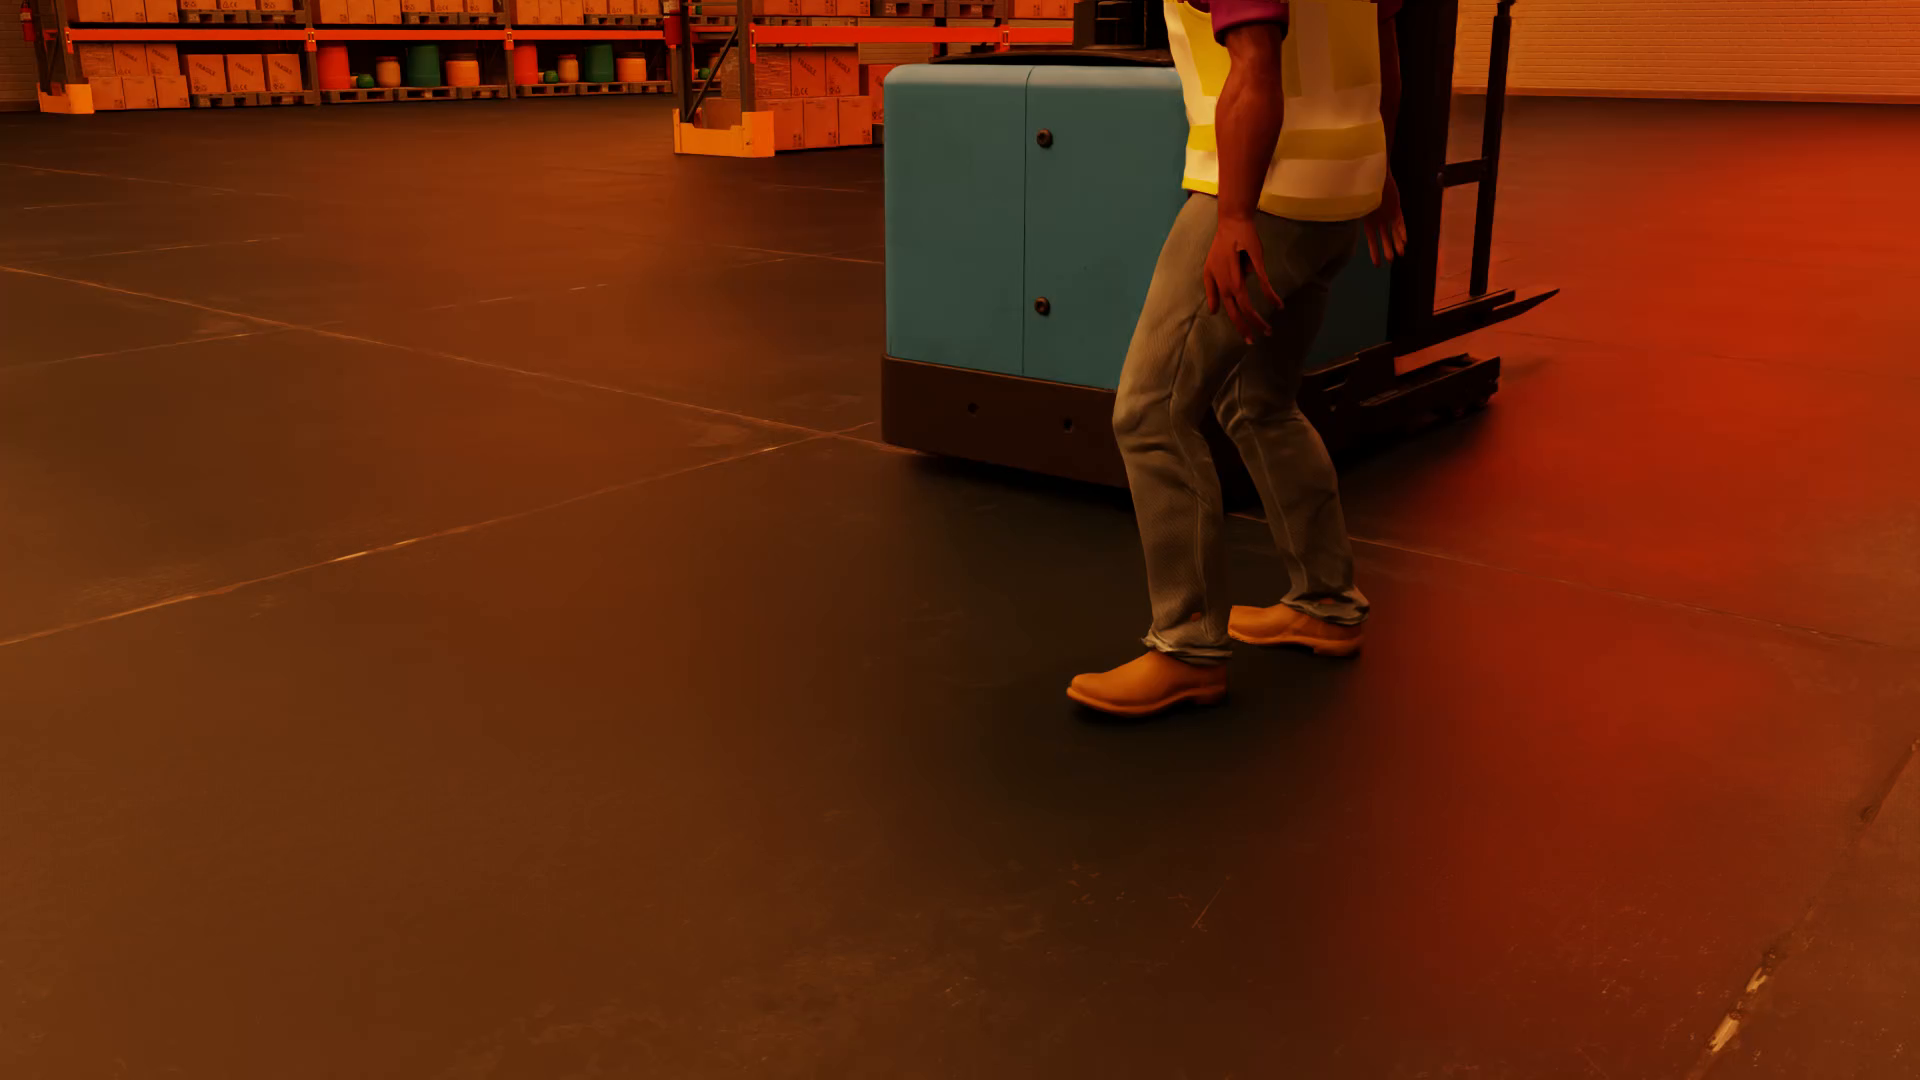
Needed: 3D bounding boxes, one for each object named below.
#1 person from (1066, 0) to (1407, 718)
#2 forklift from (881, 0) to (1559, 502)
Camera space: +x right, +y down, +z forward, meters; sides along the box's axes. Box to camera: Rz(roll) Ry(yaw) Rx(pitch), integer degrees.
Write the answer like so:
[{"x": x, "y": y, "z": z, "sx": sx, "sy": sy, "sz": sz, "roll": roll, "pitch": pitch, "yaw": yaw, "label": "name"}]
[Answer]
[{"x": 0.522, "y": -0.601, "z": 2.967, "sx": 0.468, "sy": 1.733, "sz": 0.889, "roll": 10, "pitch": 19, "yaw": 29, "label": "person"}, {"x": 1.086, "y": -1.862, "z": 5.031, "sx": 1.130, "sy": 2.935, "sz": 3.031, "roll": 13, "pitch": 21, "yaw": 36, "label": "forklift"}]
